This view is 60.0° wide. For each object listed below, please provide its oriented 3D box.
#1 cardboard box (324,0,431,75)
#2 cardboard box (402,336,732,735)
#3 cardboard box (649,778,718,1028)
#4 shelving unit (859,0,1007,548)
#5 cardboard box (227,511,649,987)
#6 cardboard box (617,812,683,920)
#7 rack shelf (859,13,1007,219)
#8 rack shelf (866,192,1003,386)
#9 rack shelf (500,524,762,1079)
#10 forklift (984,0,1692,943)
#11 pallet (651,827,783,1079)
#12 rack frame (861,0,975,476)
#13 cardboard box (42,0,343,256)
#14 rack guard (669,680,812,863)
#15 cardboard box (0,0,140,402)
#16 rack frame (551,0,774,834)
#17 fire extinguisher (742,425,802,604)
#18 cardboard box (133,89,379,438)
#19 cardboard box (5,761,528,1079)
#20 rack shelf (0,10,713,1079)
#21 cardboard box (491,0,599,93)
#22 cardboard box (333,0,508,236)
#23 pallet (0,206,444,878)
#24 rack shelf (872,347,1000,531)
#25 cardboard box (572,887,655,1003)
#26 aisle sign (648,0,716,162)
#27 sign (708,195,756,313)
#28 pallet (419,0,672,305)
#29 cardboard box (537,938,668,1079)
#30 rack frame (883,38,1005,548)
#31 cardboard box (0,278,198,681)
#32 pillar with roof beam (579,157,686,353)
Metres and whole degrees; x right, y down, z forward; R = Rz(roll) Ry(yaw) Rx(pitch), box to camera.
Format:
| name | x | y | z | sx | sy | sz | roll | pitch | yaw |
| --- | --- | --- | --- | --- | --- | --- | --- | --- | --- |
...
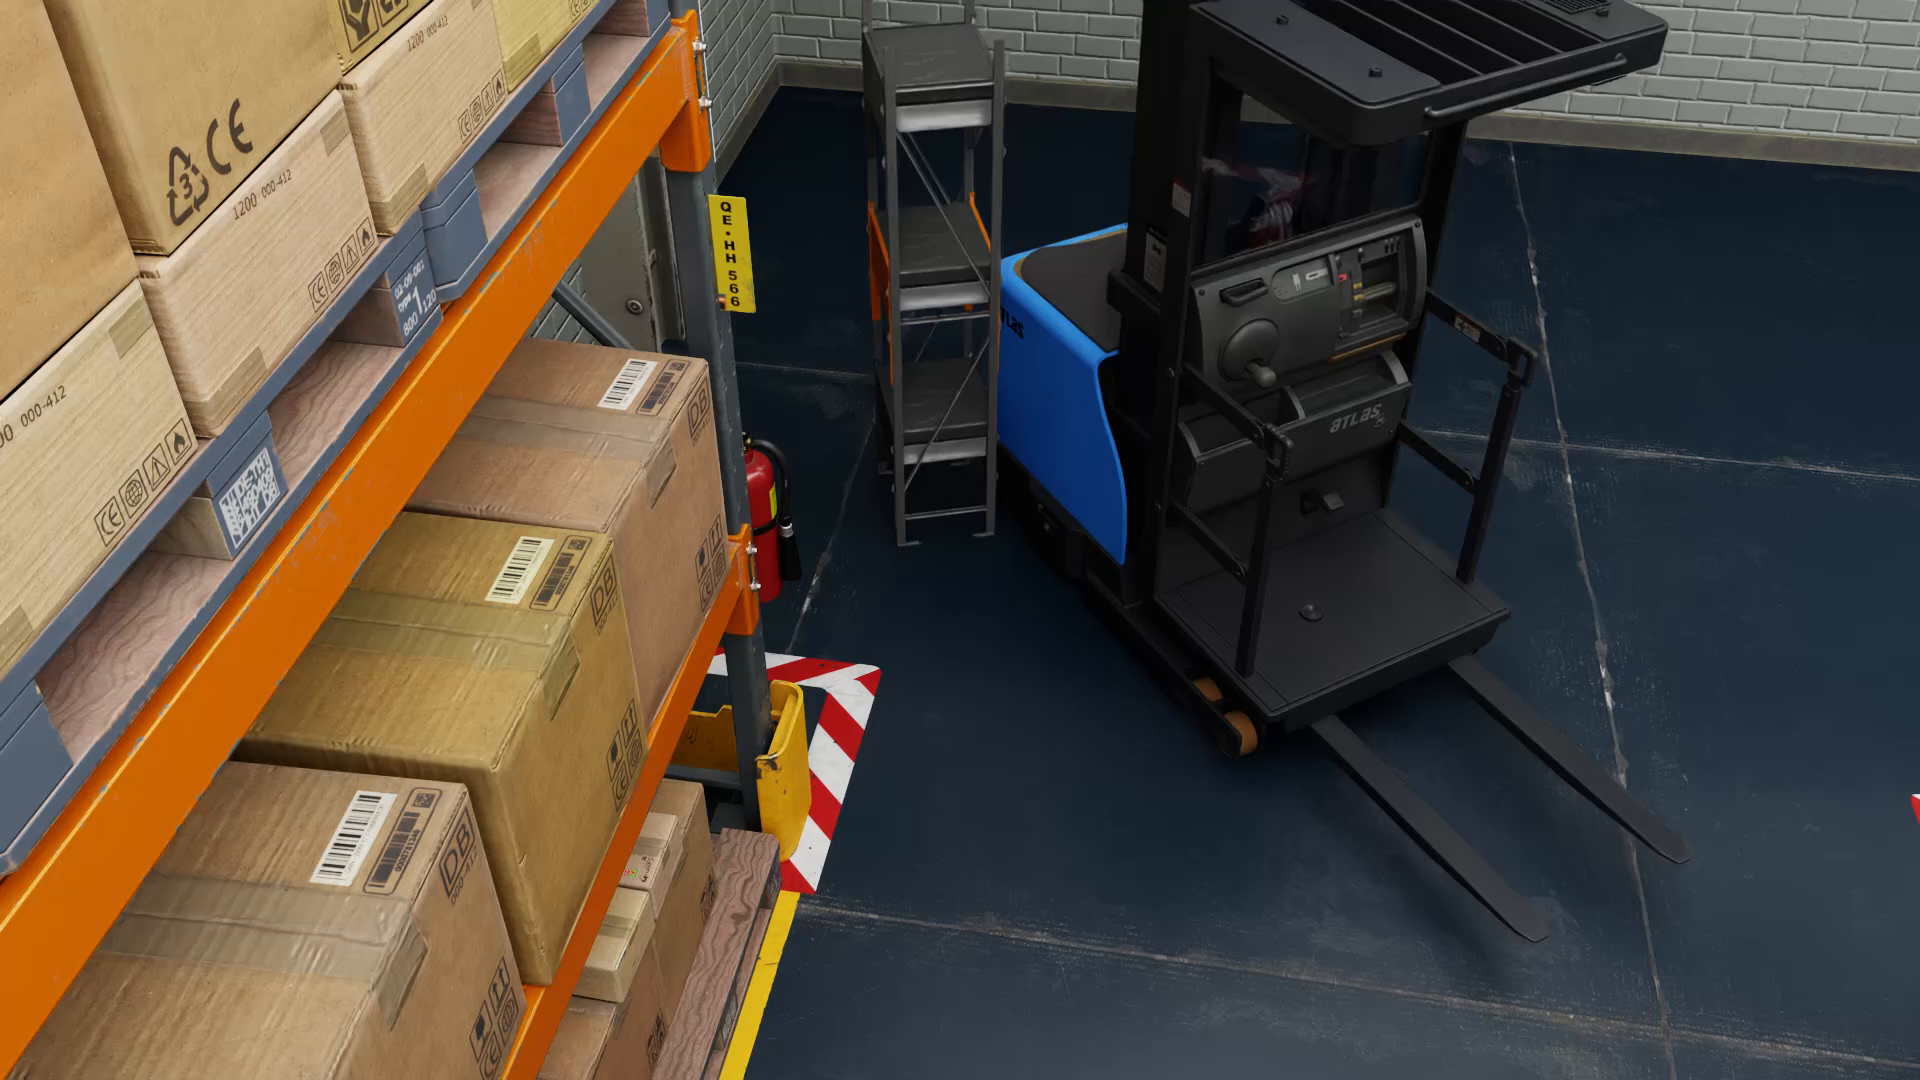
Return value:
| name | x | y | z | sx | sy | sz | roll | pitch | yaw |
| --- | --- | --- | --- | --- | --- | --- | --- | --- | --- |
| cardboard box | -1.061 | -1.030 | 2.408 | 0.500 | 0.500 | 0.500 | 8 | 40 | 9 |
| cardboard box | -1.184 | -0.039 | 4.207 | 0.980 | 0.700 | 0.700 | 8 | 40 | 10 |
| cardboard box | -1.128 | 1.008 | 4.809 | 0.700 | 0.500 | 0.500 | 6 | 40 | 8 |
| shelving unit | -0.101 | -0.960 | 6.262 | 0.431 | 2.100 | 0.503 | -7 | 40 | -9 |
| cardboard box | -1.299 | 0.419 | 3.654 | 0.980 | 0.700 | 0.700 | 6 | 40 | 7 |
| cardboard box | -0.971 | 0.858 | 4.481 | 0.380 | 0.149 | 0.250 | 6 | 40 | 7 |
| rack shelf | -0.099 | -1.489 | 5.825 | 0.431 | 0.518 | 0.480 | -7 | 40 | -9 |
| rack shelf | -0.101 | -0.949 | 6.271 | 0.431 | 0.518 | 0.480 | -7 | 40 | -9 |
| rack shelf | -1.451 | 1.288 | 3.403 | 1.077 | 0.370 | 4.000 | 6 | 40 | 8 |
| forklift | 1.261 | -0.703 | 5.300 | 1.130 | 2.935 | 3.031 | -20 | 43 | -22 |
| pallet | -1.167 | 1.341 | 4.963 | 1.003 | 0.211 | 1.213 | 6 | 40 | 8 |
| rack frame | -0.148 | -1.112 | 6.446 | 0.400 | 2.100 | 0.015 | -7 | 40 | -9 |
| cardboard box | -1.143 | -0.701 | 2.011 | 0.500 | 0.500 | 0.500 | 5 | 40 | 6 |
| rack guard | -1.101 | 0.704 | 5.506 | 1.175 | 0.500 | 0.348 | 6 | 40 | 8 |
| cardboard box | -1.235 | -0.372 | 1.613 | 0.500 | 0.500 | 0.500 | 7 | 40 | 8 |
| rack frame | -1.105 | -0.244 | 4.691 | 1.000 | 3.000 | 0.127 | 6 | 40 | 8 |
| fire extinguisher | -0.625 | -0.115 | 4.888 | 0.296 | 0.674 | 0.183 | 6 | 40 | 8 |
| cardboard box | -1.145 | -0.400 | 2.236 | 0.500 | 0.250 | 0.500 | 5 | 40 | 6 |
| cardboard box | -1.440 | 0.897 | 3.076 | 0.980 | 0.700 | 0.700 | 5 | 40 | 6 |
| rack shelf | -1.451 | 0.132 | 2.447 | 1.077 | 0.370 | 4.000 | 6 | 40 | 8 |
| cardboard box | -0.971 | -1.054 | 3.026 | 0.500 | 0.250 | 0.500 | 8 | 40 | 9 |
| cardboard box | -1.060 | -0.727 | 2.631 | 0.500 | 0.250 | 0.500 | 5 | 40 | 6 |
| pallet | -1.432 | -0.132 | 2.271 | 1.003 | 0.211 | 1.213 | 6 | 40 | 8 |
| rack shelf | -0.103 | -0.409 | 6.716 | 0.431 | 0.518 | 0.480 | -7 | 40 | -9 |
| cardboard box | -1.014 | 1.019 | 4.287 | 0.380 | 0.149 | 0.250 | 7 | 40 | 9 |
| aisle sign | -0.797 | -1.258 | 3.878 | 0.394 | 0.787 | 0.004 | 6 | 40 | 8 |
| sign | -0.573 | -0.713 | 4.164 | 0.100 | 0.325 | 0.005 | 6 | 40 | 8 |
| pallet | -1.223 | -0.899 | 3.199 | 1.003 | 0.211 | 1.213 | 6 | 40 | 8 |
| cardboard box | -1.214 | 1.322 | 4.430 | 0.700 | 0.500 | 0.500 | 6 | 40 | 8 |
| rack frame | -0.054 | -0.807 | 6.077 | 0.400 | 2.100 | 0.015 | -7 | 40 | -9 |
| cardboard box | -1.235 | -0.078 | 1.846 | 0.500 | 0.250 | 0.500 | 5 | 40 | 6 |
| pillar with roof beam | 2.750 | -3.872 | 4.371 | 9.100 | 9.000 | 0.400 | 6 | 40 | 8 |
